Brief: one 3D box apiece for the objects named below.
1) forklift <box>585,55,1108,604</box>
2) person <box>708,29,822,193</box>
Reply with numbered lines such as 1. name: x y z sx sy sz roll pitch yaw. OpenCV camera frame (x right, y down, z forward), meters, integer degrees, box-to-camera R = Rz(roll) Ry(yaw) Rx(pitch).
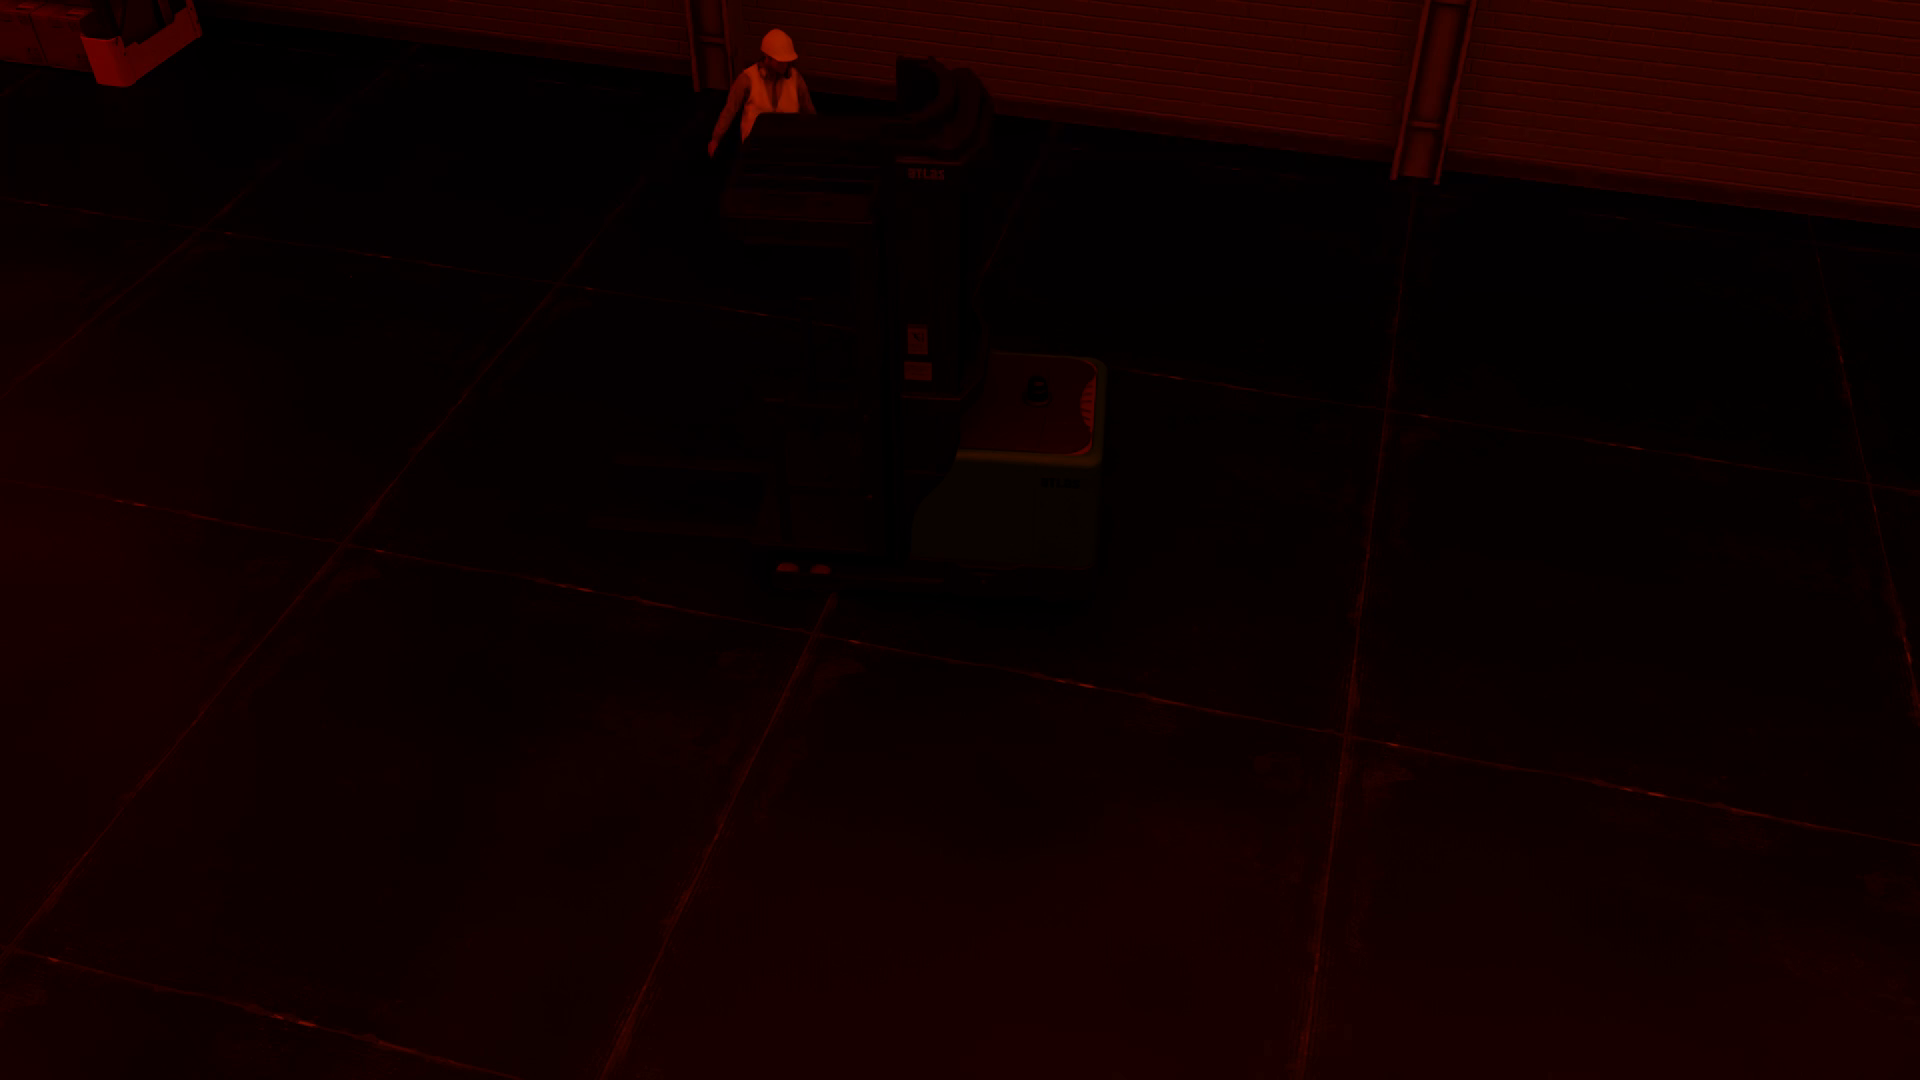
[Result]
1. forklift: -0.680 -1.139 9.161 3.031 2.935 1.130 4 41 4
2. person: -1.399 -2.913 12.134 0.874 1.689 0.486 -9 42 -10
